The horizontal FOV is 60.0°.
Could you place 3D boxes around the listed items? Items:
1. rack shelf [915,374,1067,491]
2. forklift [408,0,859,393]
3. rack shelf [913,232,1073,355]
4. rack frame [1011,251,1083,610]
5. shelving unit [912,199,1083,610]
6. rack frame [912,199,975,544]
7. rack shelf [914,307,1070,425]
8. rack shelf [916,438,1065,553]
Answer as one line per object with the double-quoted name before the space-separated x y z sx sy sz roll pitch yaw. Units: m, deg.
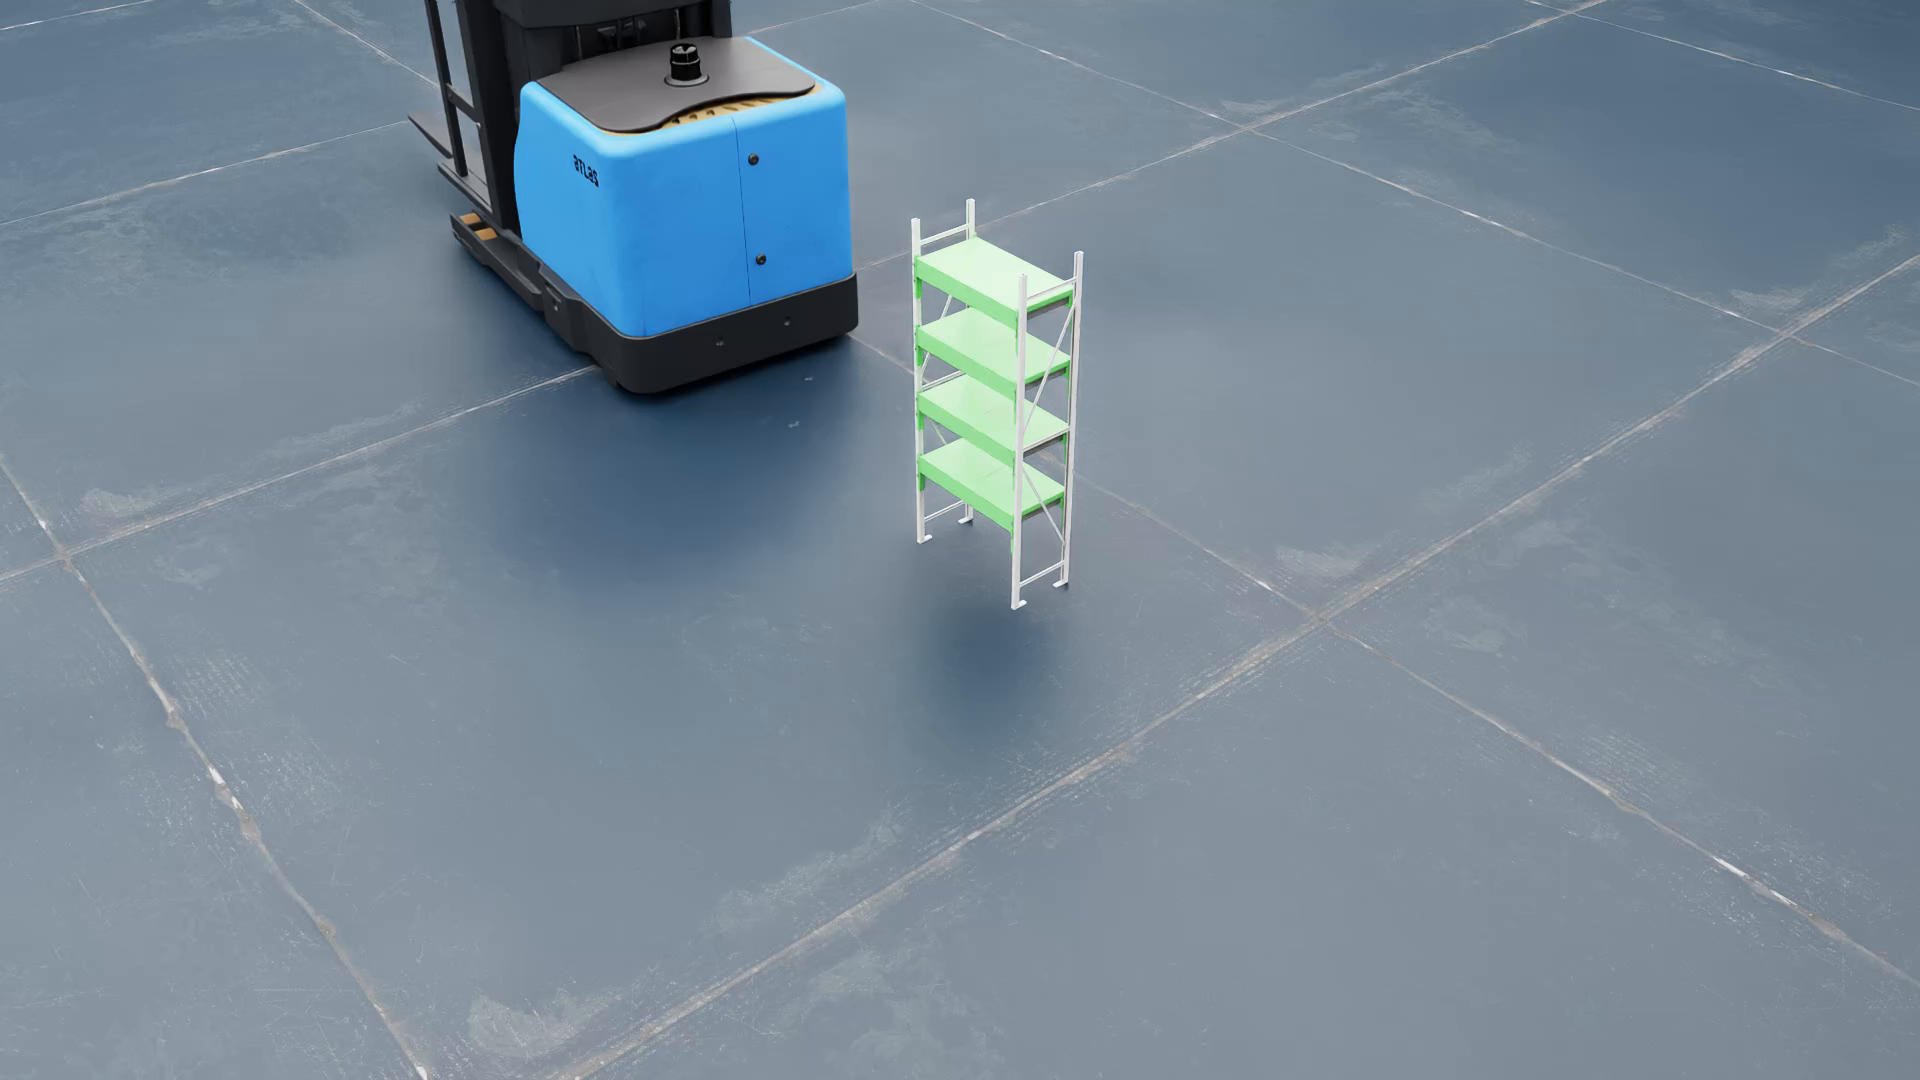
"rack shelf" 0.107 -0.364 5.337 0.258 0.148 0.480 -26 43 -32
"forklift" -1.667 -2.571 6.845 1.130 2.935 3.031 -22 41 -27
"rack shelf" 0.107 -0.756 5.060 0.258 0.148 0.480 -26 43 -32
"rack frame" 0.264 -0.309 5.148 0.240 1.200 0.015 -26 43 -32
"shelving unit" 0.107 -0.417 5.300 0.258 1.200 0.503 -26 43 -32
"rack frame" -0.051 -0.524 5.452 0.240 1.200 0.015 -26 43 -32
"rack shelf" 0.107 -0.560 5.198 0.258 0.148 0.480 -26 43 -32
"rack shelf" 0.107 -0.169 5.476 0.258 0.148 0.480 -26 43 -32
